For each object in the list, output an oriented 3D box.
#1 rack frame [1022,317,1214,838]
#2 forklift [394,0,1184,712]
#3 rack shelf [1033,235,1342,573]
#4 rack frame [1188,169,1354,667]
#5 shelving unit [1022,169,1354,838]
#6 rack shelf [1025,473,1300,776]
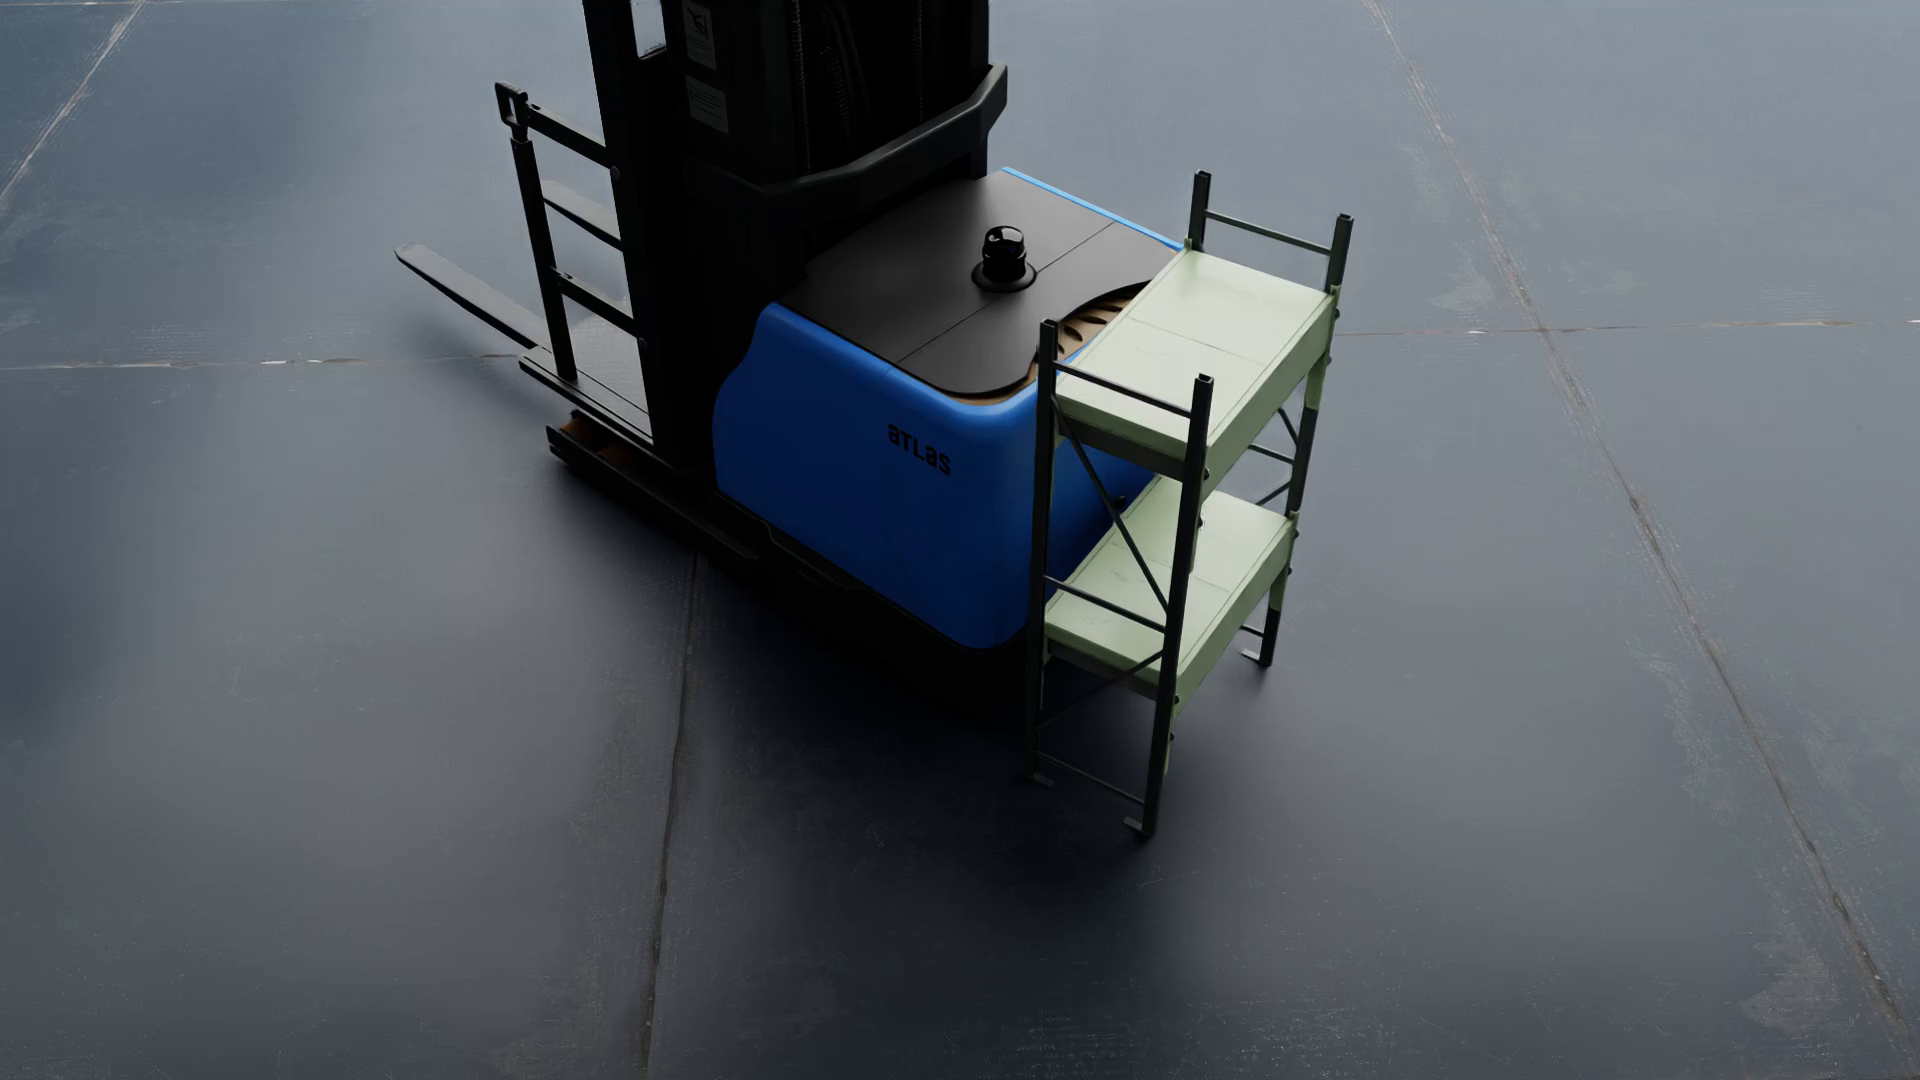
[{"bbox_3d":[0.345,0.156,3.970,0.400,1.500,0.023,23,47,23],"label":"rack frame"},{"bbox_3d":[-0.718,-1.464,4.678,3.031,2.935,1.130,31,51,29],"label":"forklift"},{"bbox_3d":[0.541,-0.340,3.934,0.431,0.370,0.720,23,47,23],"label":"rack shelf"},{"bbox_3d":[0.738,-0.261,4.425,0.400,1.500,0.023,23,47,23],"label":"rack frame"},{"bbox_3d":[0.541,-0.053,4.197,0.431,1.500,0.755,23,47,23],"label":"shelving unit"},{"bbox_3d":[0.541,0.188,4.418,0.431,0.370,0.720,23,47,23],"label":"rack shelf"}]
